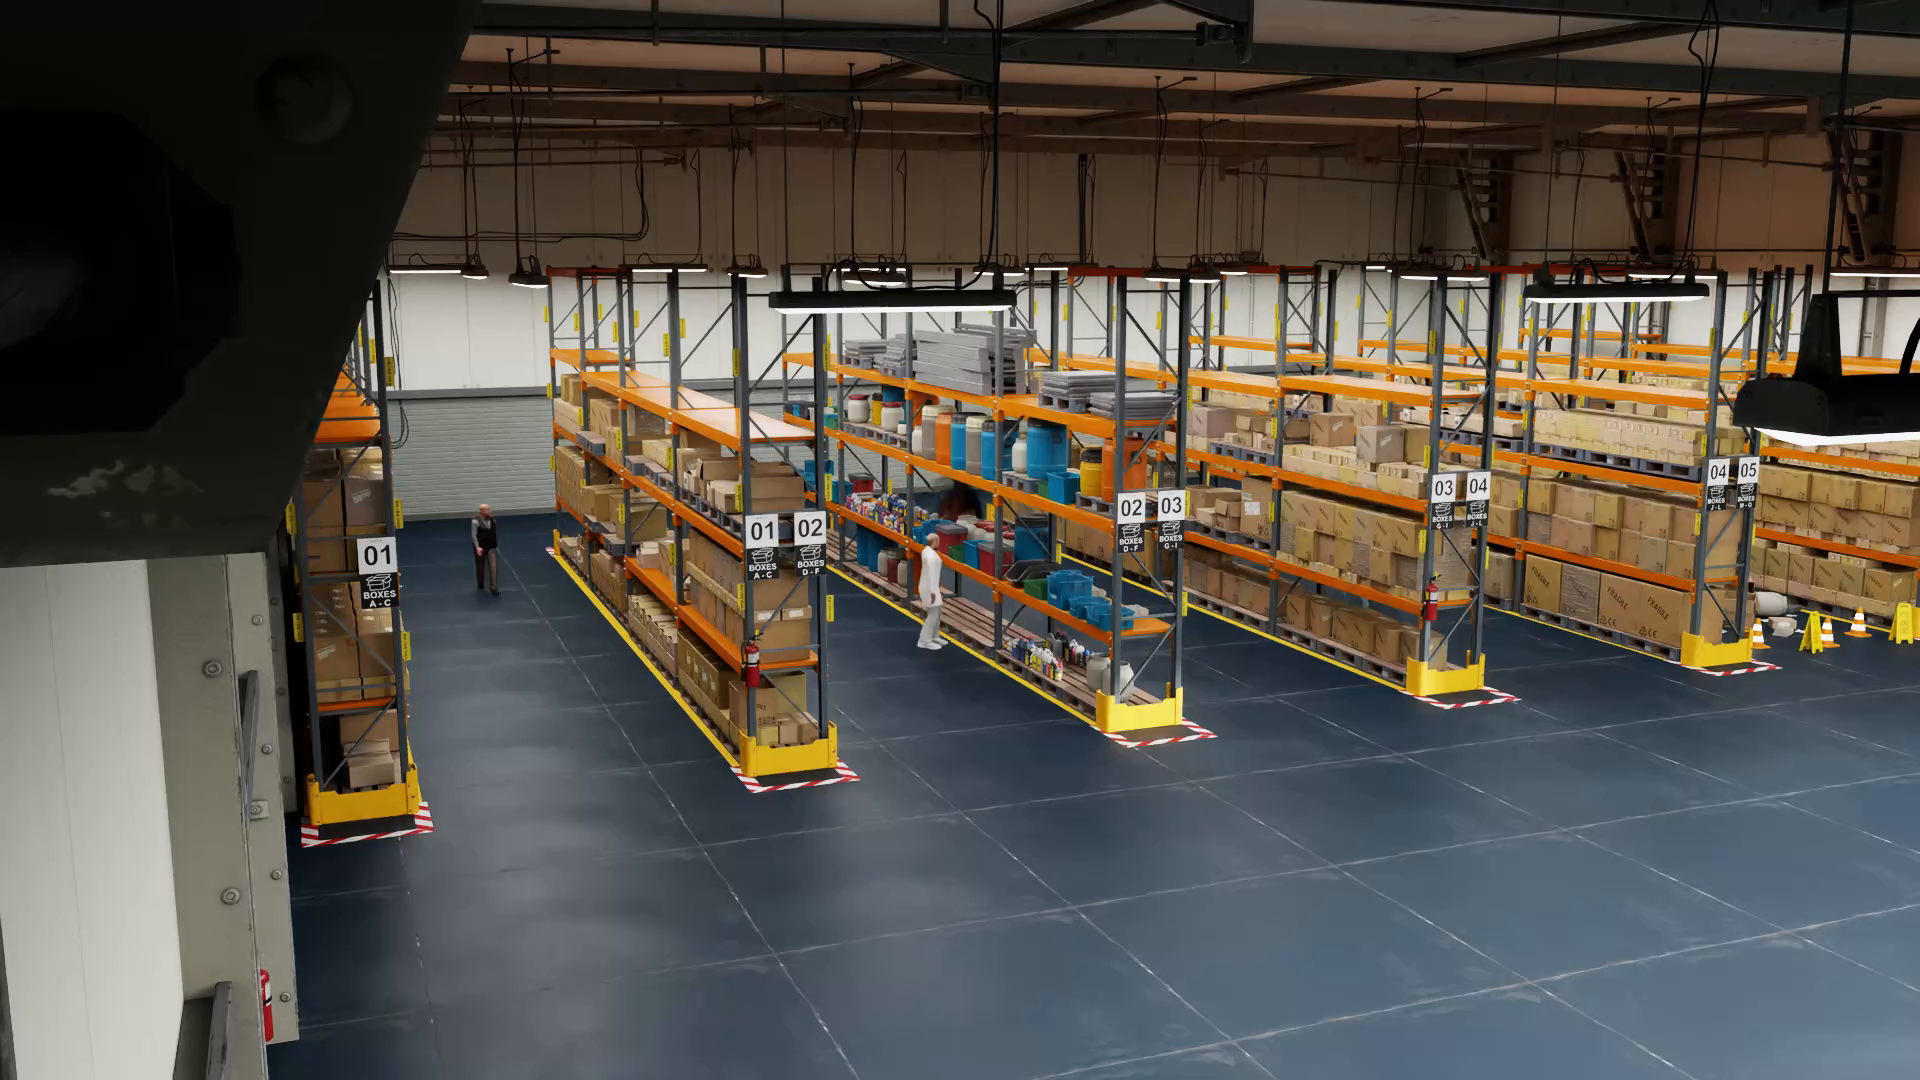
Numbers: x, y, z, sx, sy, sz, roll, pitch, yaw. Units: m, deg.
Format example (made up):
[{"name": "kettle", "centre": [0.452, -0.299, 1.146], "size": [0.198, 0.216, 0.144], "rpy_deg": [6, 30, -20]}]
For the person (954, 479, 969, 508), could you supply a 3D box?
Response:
[{"name": "person", "centre": [0.049, -1.617, 41.164], "size": [0.453, 1.611, 0.970], "rpy_deg": [0, 10, 2]}]

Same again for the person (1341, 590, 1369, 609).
[{"name": "person", "centre": [6.821, 0.474, 28.798], "size": [0.623, 1.764, 0.455], "rpy_deg": [9, 13, 42]}]

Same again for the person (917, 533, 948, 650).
[{"name": "person", "centre": [-0.425, 0.774, 25.492], "size": [0.486, 1.778, 0.607], "rpy_deg": [-1, 10, -6]}]

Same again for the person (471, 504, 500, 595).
[{"name": "person", "centre": [-8.809, 0.166, 30.838], "size": [0.501, 1.680, 0.988], "rpy_deg": [-4, 11, -23]}]
